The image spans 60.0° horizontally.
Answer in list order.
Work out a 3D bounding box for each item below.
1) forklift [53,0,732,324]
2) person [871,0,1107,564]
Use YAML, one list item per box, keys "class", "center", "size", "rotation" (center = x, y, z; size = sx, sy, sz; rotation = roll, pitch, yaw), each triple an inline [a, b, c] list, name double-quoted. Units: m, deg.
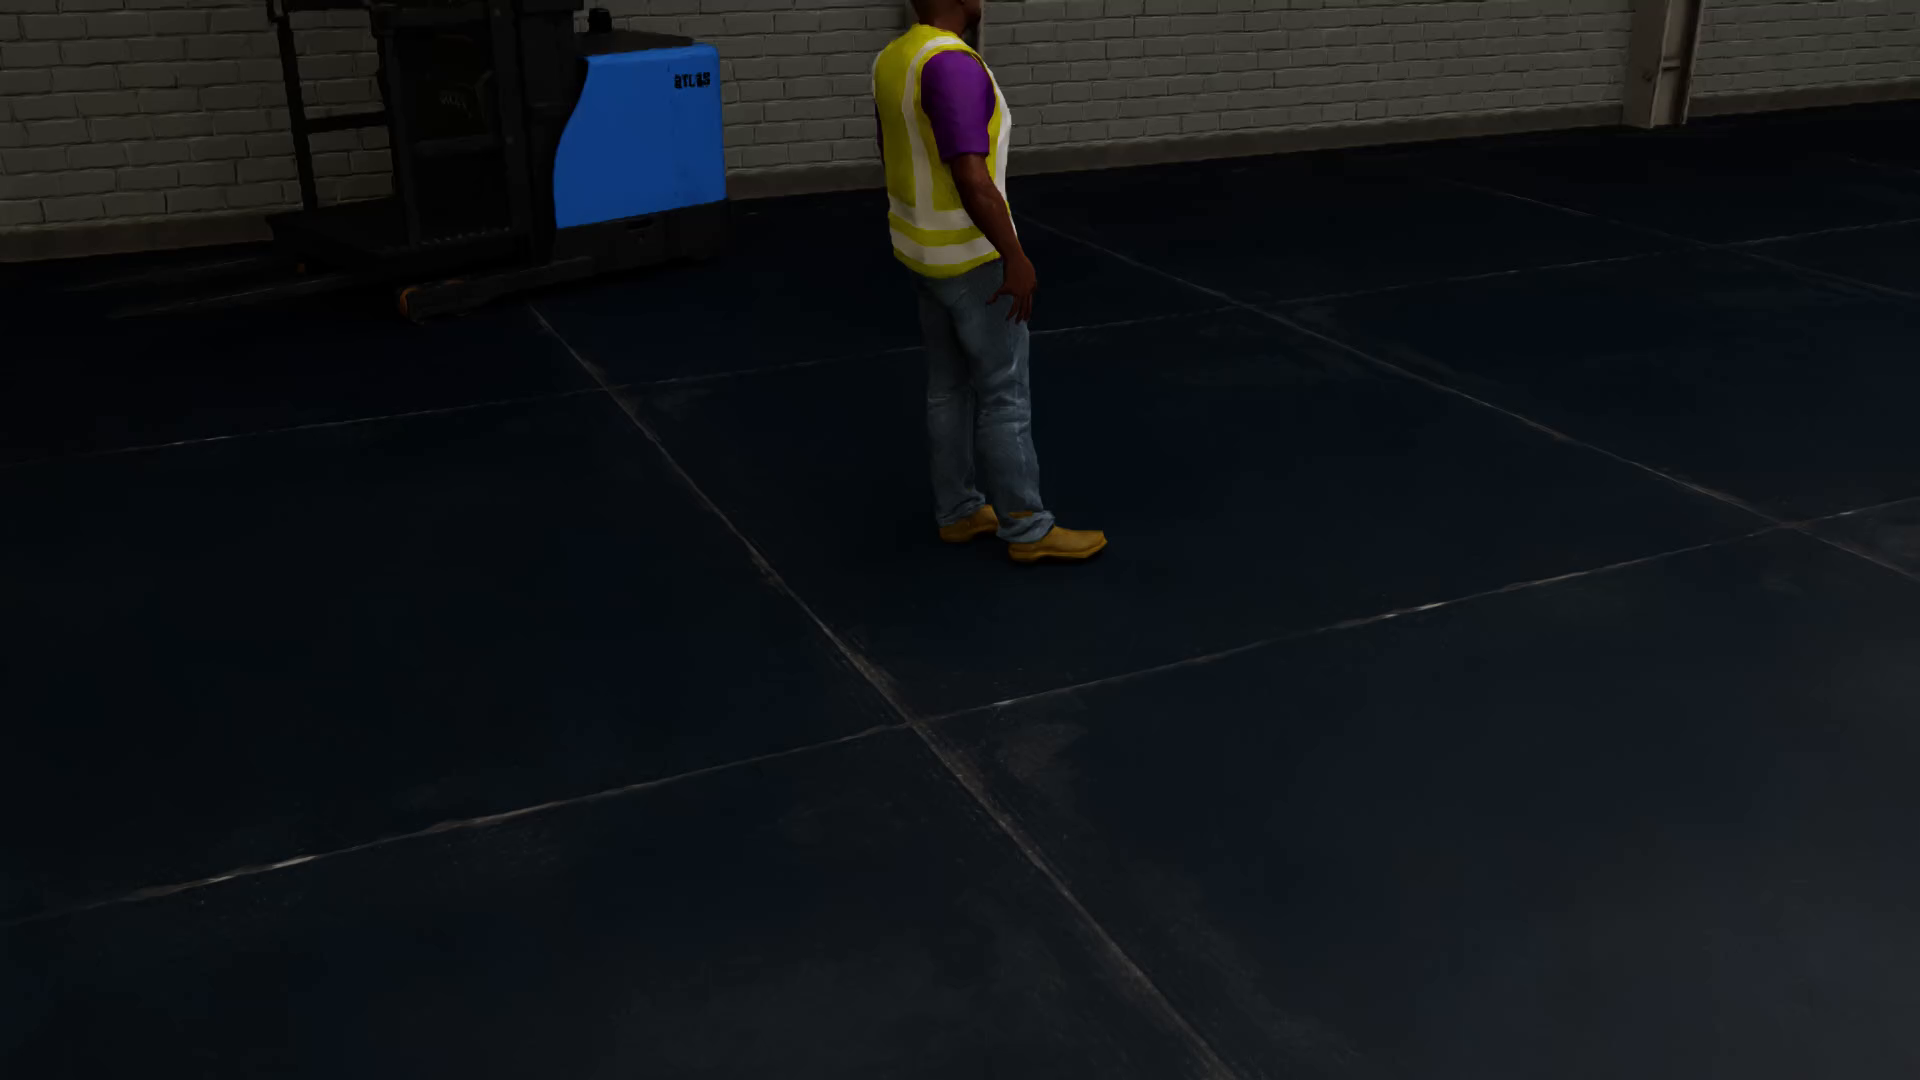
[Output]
- class: "forklift"
  center: [-2.573, -2.541, 7.402]
  size: [1.130, 2.935, 3.031]
  rotation: [21, 30, 41]
- class: "person"
  center: [0.066, -0.832, 4.788]
  size: [0.575, 1.766, 0.665]
  rotation: [-10, 25, -23]
